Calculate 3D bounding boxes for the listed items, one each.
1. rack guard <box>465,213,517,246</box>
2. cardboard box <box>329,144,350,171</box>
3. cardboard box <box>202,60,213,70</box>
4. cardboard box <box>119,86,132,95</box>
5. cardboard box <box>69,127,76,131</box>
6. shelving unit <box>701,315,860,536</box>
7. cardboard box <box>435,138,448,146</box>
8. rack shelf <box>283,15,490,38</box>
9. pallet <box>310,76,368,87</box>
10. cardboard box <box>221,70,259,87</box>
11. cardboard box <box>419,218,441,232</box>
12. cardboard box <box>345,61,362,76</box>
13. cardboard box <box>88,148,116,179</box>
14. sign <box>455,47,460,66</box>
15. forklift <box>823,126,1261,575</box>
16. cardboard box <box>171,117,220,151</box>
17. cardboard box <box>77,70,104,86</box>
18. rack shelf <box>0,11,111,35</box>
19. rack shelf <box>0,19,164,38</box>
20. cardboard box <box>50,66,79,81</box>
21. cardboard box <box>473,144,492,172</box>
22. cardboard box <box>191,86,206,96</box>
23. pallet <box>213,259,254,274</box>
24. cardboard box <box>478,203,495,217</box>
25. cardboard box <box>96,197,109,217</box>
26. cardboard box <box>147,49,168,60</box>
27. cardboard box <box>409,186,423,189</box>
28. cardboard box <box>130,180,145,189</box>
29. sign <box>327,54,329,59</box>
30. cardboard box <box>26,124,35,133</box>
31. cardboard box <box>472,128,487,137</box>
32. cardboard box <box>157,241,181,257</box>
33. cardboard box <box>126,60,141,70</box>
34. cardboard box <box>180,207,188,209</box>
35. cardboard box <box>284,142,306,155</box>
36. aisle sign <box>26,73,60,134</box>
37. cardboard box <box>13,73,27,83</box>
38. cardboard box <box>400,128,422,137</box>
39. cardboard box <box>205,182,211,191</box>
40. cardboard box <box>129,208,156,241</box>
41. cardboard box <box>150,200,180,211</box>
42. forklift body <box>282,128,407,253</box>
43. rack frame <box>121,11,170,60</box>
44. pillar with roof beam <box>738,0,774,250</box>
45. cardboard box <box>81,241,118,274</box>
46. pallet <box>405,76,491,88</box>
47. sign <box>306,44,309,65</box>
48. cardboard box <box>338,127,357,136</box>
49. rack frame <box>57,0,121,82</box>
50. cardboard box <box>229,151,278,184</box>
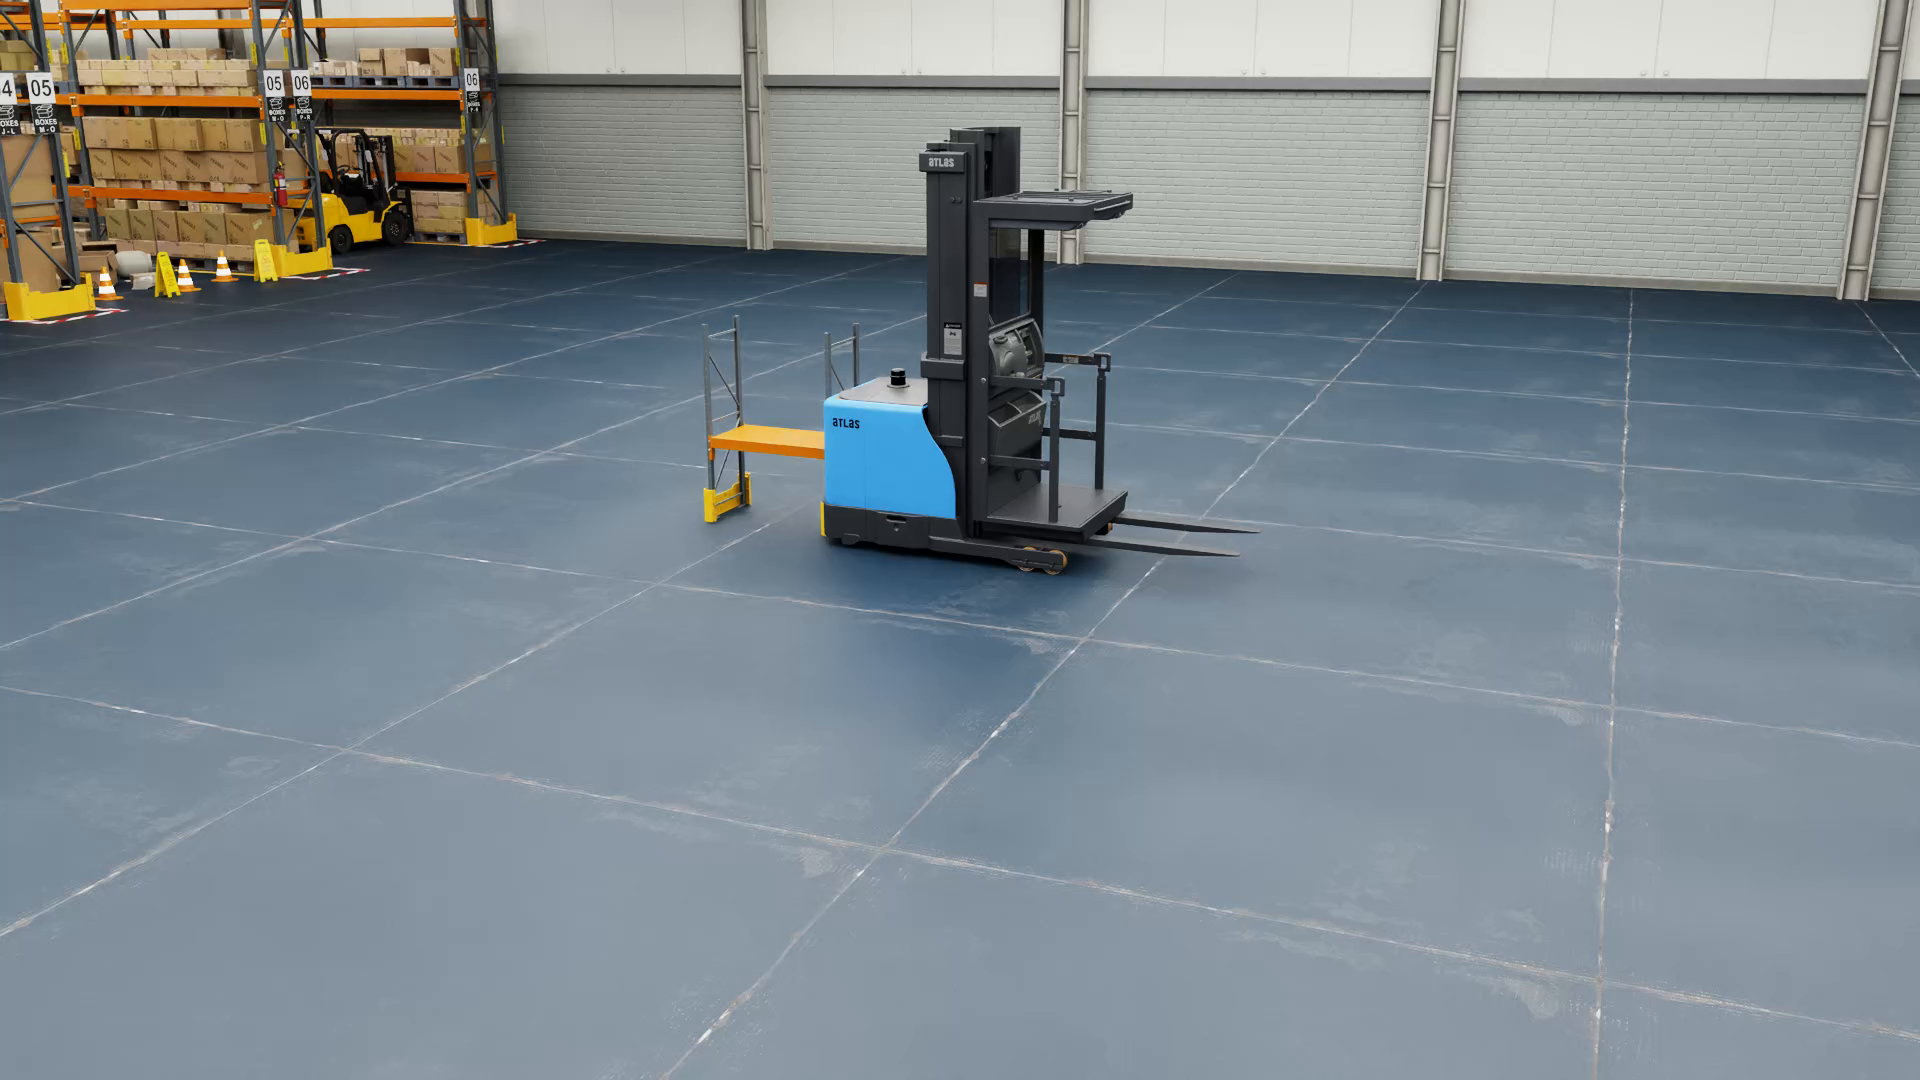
[{"bbox_3d":[-8.924,-5.924,31.683,0.348,0.500,1.175,6,17,21],"label":"rack guard"},{"bbox_3d":[-11.860,-7.422,32.180,0.500,0.500,0.500,7,17,22],"label":"cardboard box"},{"bbox_3d":[-11.874,-7.597,26.602,0.250,0.149,0.380,6,17,21],"label":"cardboard box"},{"bbox_3d":[-13.573,-7.399,27.350,0.250,0.149,0.380,7,18,22],"label":"cardboard box"},{"bbox_3d":[-17.975,-8.316,34.499,0.637,0.503,0.797,6,17,19],"label":"cardboard box"},{"bbox_3d":[-1.338,-0.879,12.511,1.083,1.500,0.587,7,18,22],"label":"shelving unit"},{"bbox_3d":[-9.620,-7.468,31.174,0.250,0.149,0.380,7,17,22],"label":"cardboard box"},{"bbox_3d":[-10.807,-9.675,31.367,4.000,0.370,1.077,6,17,21],"label":"rack shelf"},{"bbox_3d":[-11.865,-8.854,32.069,1.213,0.211,1.003,6,17,21],"label":"pallet"},{"bbox_3d":[-11.339,-7.333,26.408,0.500,0.250,0.500,6,17,20],"label":"cardboard box"},{"bbox_3d":[-9.959,-6.028,31.735,0.500,0.250,0.500,6,17,21],"label":"cardboard box"},{"bbox_3d":[-11.398,-8.931,31.486,0.258,0.266,0.396,6,17,19],"label":"cardboard box"},{"bbox_3d":[-14.178,-6.322,27.857,0.500,0.500,0.500,6,17,20],"label":"cardboard box"},{"bbox_3d":[-9.159,-8.815,30.333,0.005,0.325,0.100,6,17,21],"label":"sign"},{"bbox_3d":[0.581,-1.339,11.530,3.031,2.935,1.130,7,17,22],"label":"forklift"},{"bbox_3d":[-12.300,-6.585,26.970,0.500,0.500,0.700,6,17,20],"label":"cardboard box"},{"bbox_3d":[-14.176,-7.644,27.478,0.500,0.250,0.500,6,17,19],"label":"cardboard box"},{"bbox_3d":[-16.346,-8.797,28.341,4.000,0.370,1.077,6,17,21],"label":"rack shelf"},{"bbox_3d":[-18.249,-10.493,34.186,4.000,0.370,1.077,6,17,21],"label":"rack shelf"},{"bbox_3d":[-15.082,-7.841,27.937,0.500,0.250,0.500,6,17,20],"label":"cardboard box"},{"bbox_3d":[-9.305,-7.298,31.752,0.500,0.500,0.500,7,18,22],"label":"cardboard box"},{"bbox_3d":[-12.137,-7.232,26.777,0.250,0.149,0.380,6,17,20],"label":"cardboard box"},{"bbox_3d":[-11.578,-4.600,27.641,1.213,0.211,1.003,6,17,21],"label":"pallet"},{"bbox_3d":[-9.308,-6.350,31.949,0.500,0.250,0.500,7,17,22],"label":"cardboard box"},{"bbox_3d":[-17.810,-7.041,34.777,0.500,0.500,0.500,7,18,23],"label":"cardboard box"},{"bbox_3d":[-15.804,-9.546,33.184,0.500,0.500,0.500,6,17,21],"label":"cardboard box"},{"bbox_3d":[-10.726,-6.745,32.412,0.500,0.250,0.500,6,17,20],"label":"cardboard box"},{"bbox_3d":[-13.580,-5.946,27.727,0.250,0.149,0.380,7,18,22],"label":"cardboard box"},{"bbox_3d":[-12.465,-9.407,32.748,0.005,0.325,0.100,6,17,21],"label":"sign"},{"bbox_3d":[-15.644,-7.008,28.304,0.250,0.149,0.380,6,17,19],"label":"cardboard box"},{"bbox_3d":[-9.181,-7.719,31.506,0.250,0.149,0.380,6,17,20],"label":"cardboard box"},{"bbox_3d":[-13.040,-4.894,27.830,0.500,0.250,0.500,6,17,20],"label":"cardboard box"},{"bbox_3d":[-13.333,-7.740,27.094,0.250,0.149,0.380,6,17,19],"label":"cardboard box"},{"bbox_3d":[-12.888,-5.395,28.212,0.500,0.500,0.500,7,18,24],"label":"cardboard box"},{"bbox_3d":[-13.218,-7.688,32.648,0.500,0.250,0.500,6,17,19],"label":"cardboard box"},{"bbox_3d":[-12.311,-5.864,22.330,0.004,0.787,0.394,6,17,21],"label":"aisle sign"},{"bbox_3d":[-12.688,-6.233,22.401,0.250,0.149,0.380,6,17,21],"label":"cardboard box"},{"bbox_3d":[-10.339,-7.691,31.409,0.250,0.149,0.380,7,18,22],"label":"cardboard box"},{"bbox_3d":[-12.135,-5.811,27.262,0.250,0.149,0.380,7,17,21],"label":"cardboard box"},{"bbox_3d":[-13.533,-5.308,27.910,0.500,0.500,0.500,7,18,23],"label":"cardboard box"},{"bbox_3d":[-13.211,-5.564,27.628,0.250,0.149,0.380,7,18,24],"label":"cardboard box"},{"bbox_3d":[-11.380,-6.440,30.500,1.214,2.155,2.313,6,17,21],"label":"forklift body"},{"bbox_3d":[-16.389,-10.826,33.326,0.127,3.000,1.000,6,17,21],"label":"rack frame"},{"bbox_3d":[-5.262,-8.583,25.597,0.400,9.000,9.100,6,17,21],"label":"pillar with roof beam"},{"bbox_3d":[-13.988,-4.587,27.072,0.500,0.500,0.500,-9,18,-27],"label":"cardboard box"},{"bbox_3d":[-9.595,-8.604,31.209,1.213,0.211,1.003,6,17,21],"label":"pallet"},{"bbox_3d":[-10.565,-7.840,26.852,0.005,0.325,0.100,6,17,21],"label":"sign"},{"bbox_3d":[-11.761,-7.849,31.953,0.250,0.149,0.380,7,17,22],"label":"cardboard box"},{"bbox_3d":[-14.485,-9.129,27.480,0.127,3.000,1.000,6,17,21],"label":"rack frame"},{"bbox_3d":[-11.370,-6.014,26.797,0.500,0.500,0.500,6,17,20],"label":"cardboard box"}]
